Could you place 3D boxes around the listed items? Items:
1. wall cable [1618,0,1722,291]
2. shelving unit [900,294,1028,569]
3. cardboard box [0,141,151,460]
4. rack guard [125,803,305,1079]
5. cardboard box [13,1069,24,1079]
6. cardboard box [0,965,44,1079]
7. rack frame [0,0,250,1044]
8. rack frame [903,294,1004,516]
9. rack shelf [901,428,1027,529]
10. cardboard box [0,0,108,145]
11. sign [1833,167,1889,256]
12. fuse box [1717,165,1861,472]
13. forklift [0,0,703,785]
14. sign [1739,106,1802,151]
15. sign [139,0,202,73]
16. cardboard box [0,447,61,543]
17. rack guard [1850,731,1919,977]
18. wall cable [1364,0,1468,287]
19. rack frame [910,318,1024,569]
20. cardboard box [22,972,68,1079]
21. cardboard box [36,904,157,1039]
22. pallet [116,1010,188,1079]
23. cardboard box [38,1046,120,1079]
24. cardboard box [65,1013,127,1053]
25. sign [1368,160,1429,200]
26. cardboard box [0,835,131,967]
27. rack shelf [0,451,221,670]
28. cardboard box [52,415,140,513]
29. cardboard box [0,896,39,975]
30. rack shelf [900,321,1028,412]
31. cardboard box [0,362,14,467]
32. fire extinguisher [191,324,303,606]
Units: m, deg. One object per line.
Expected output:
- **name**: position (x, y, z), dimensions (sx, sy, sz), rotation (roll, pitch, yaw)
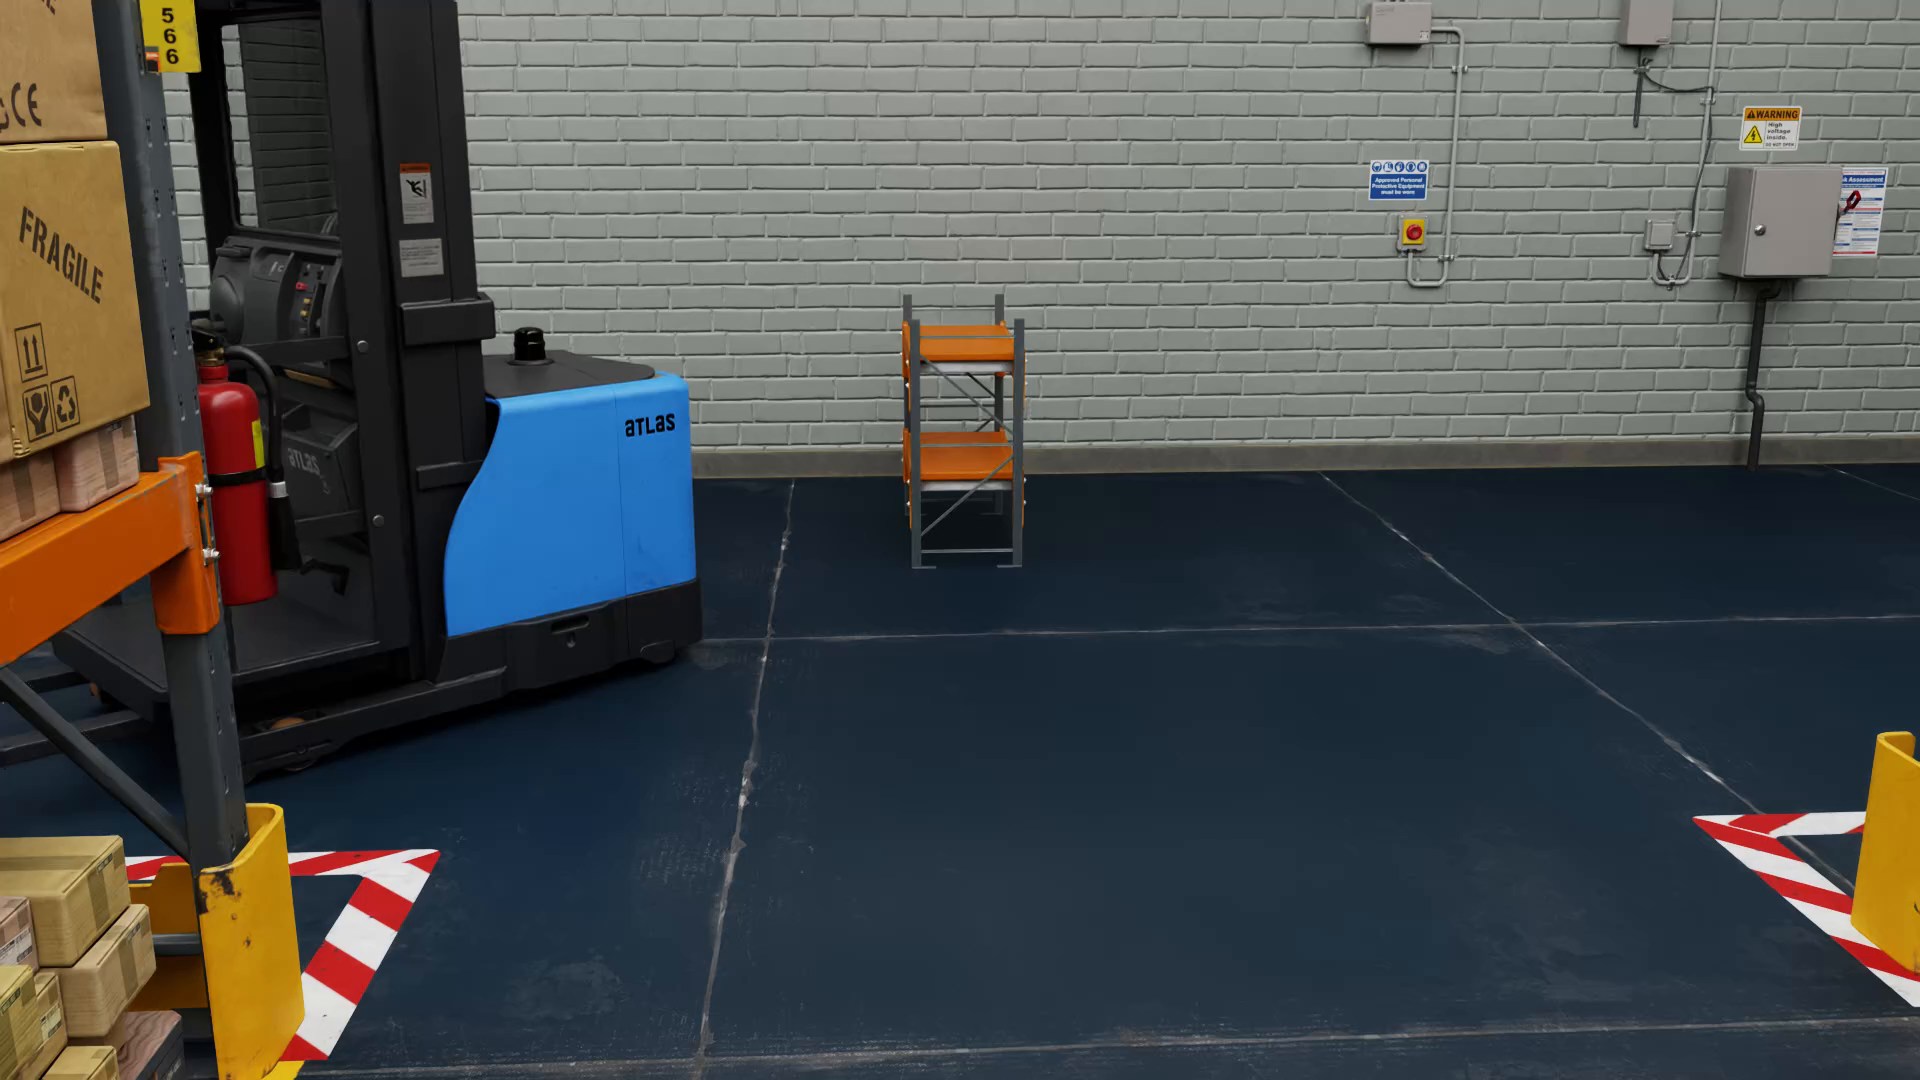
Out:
- **wall cable**: position (3.899, -2.367, 9.167), dimensions (0.588, 1.984, 0.122), rotation (-1, 14, -3)
- **shelving unit**: position (0.000, -0.546, 7.893), dimensions (0.538, 1.125, 1.048), rotation (-1, 14, -3)
- **cardboard box**: position (-1.793, -0.431, 2.885), dimensions (0.500, 0.500, 0.500), rotation (-1, 14, -2)
- **rack guard**: position (-2.073, 0.883, 3.591), dimensions (1.175, 0.500, 0.348), rotation (-1, 14, -3)
- **cardboard box**: position (-1.726, 0.943, 2.624), dimensions (0.380, 0.149, 0.250), rotation (-1, 15, -6)
- **cardboard box**: position (-1.691, 0.796, 2.596), dimensions (0.380, 0.149, 0.250), rotation (-1, 14, -5)
- **rack frame**: position (-2.078, -0.346, 3.353), dimensions (1.000, 3.000, 0.127), rotation (-1, 14, -3)
- **rack frame**: position (-0.032, -0.673, 8.384), dimensions (0.500, 1.125, 0.032), rotation (-1, 14, -3)
- **rack shelf**: position (0.000, -0.310, 7.954), dimensions (0.538, 0.278, 1.000), rotation (-1, 14, -3)
- **cardboard box**: position (-1.801, -0.913, 2.752), dimensions (0.500, 0.500, 0.500), rotation (-1, 14, -5)
- **sign**: position (5.070, -1.859, 9.423), dimensions (0.329, 0.494, 0.001), rotation (-1, 14, -3)
- **fuse box**: position (4.590, -1.222, 9.342), dimensions (0.539, 1.711, 0.414), rotation (-1, 14, -3)
- **forklift**: position (-2.378, -0.806, 5.278), dimensions (3.031, 2.935, 1.130), rotation (-14, 20, -43)
- **sign**: position (4.522, -2.297, 9.276), dimensions (0.339, 0.242, 0.001), rotation (-1, 14, -3)
- **sign**: position (-1.522, -1.064, 3.183), dimensions (0.100, 0.325, 0.005), rotation (-1, 14, -3)
- **cardboard box**: position (-1.797, -0.086, 2.844), dimensions (0.380, 0.149, 0.250), rotation (-1, 14, -4)
- **rack guard**: position (2.855, 0.757, 4.082), dimensions (1.175, 0.500, 0.348), rotation (-1, 14, -3)
- **wall cable**: position (2.484, -2.357, 9.066), dimensions (0.585, 1.953, 0.123), rotation (-1, 14, -3)
- **rack frame**: position (0.031, -0.420, 7.401), dimensions (0.500, 1.125, 0.032), rotation (-1, 14, -3)
- **cardboard box**: position (-1.798, 0.879, 2.870), dimensions (0.380, 0.149, 0.250), rotation (-1, 14, -5)
- **cardboard box**: position (-1.760, 0.814, 3.126), dimensions (0.380, 0.149, 0.250), rotation (-1, 14, -5)
- **pallet**: position (-2.058, 1.225, 2.840), dimensions (1.003, 0.211, 1.213), rotation (-1, 14, -3)
- **cardboard box**: position (-1.720, 1.021, 2.917), dimensions (0.380, 0.149, 0.250), rotation (0, 14, -2)
- **cardboard box**: position (-1.837, 0.959, 3.160), dimensions (0.380, 0.149, 0.250), rotation (-1, 14, -2)
- **sign**: position (2.432, -1.995, 9.219), dimensions (0.327, 0.218, 0.001), rotation (-1, 14, -3)
- **cardboard box**: position (-1.792, 0.670, 3.085), dimensions (0.380, 0.149, 0.250), rotation (-1, 14, -3)
- **rack shelf**: position (-1.954, 0.499, 1.510), dimensions (1.077, 0.370, 4.000), rotation (-1, 14, -3)
- **cardboard box**: position (-1.775, -0.148, 3.086), dimensions (0.380, 0.149, 0.250), rotation (-1, 14, -3)
- **cardboard box**: position (-1.834, 0.734, 2.839), dimensions (0.380, 0.149, 0.250), rotation (-1, 14, -2)
- **rack shelf**: position (0.000, -0.830, 7.820), dimensions (0.538, 0.278, 1.000), rotation (-1, 14, -3)
- **cardboard box**: position (-1.766, -0.303, 2.387), dimensions (0.500, 0.500, 0.500), rotation (-1, 14, -4)
- **fire extinguisher**: position (-1.632, -0.198, 3.680), dimensions (0.296, 0.674, 0.183), rotation (-1, 14, -3)
